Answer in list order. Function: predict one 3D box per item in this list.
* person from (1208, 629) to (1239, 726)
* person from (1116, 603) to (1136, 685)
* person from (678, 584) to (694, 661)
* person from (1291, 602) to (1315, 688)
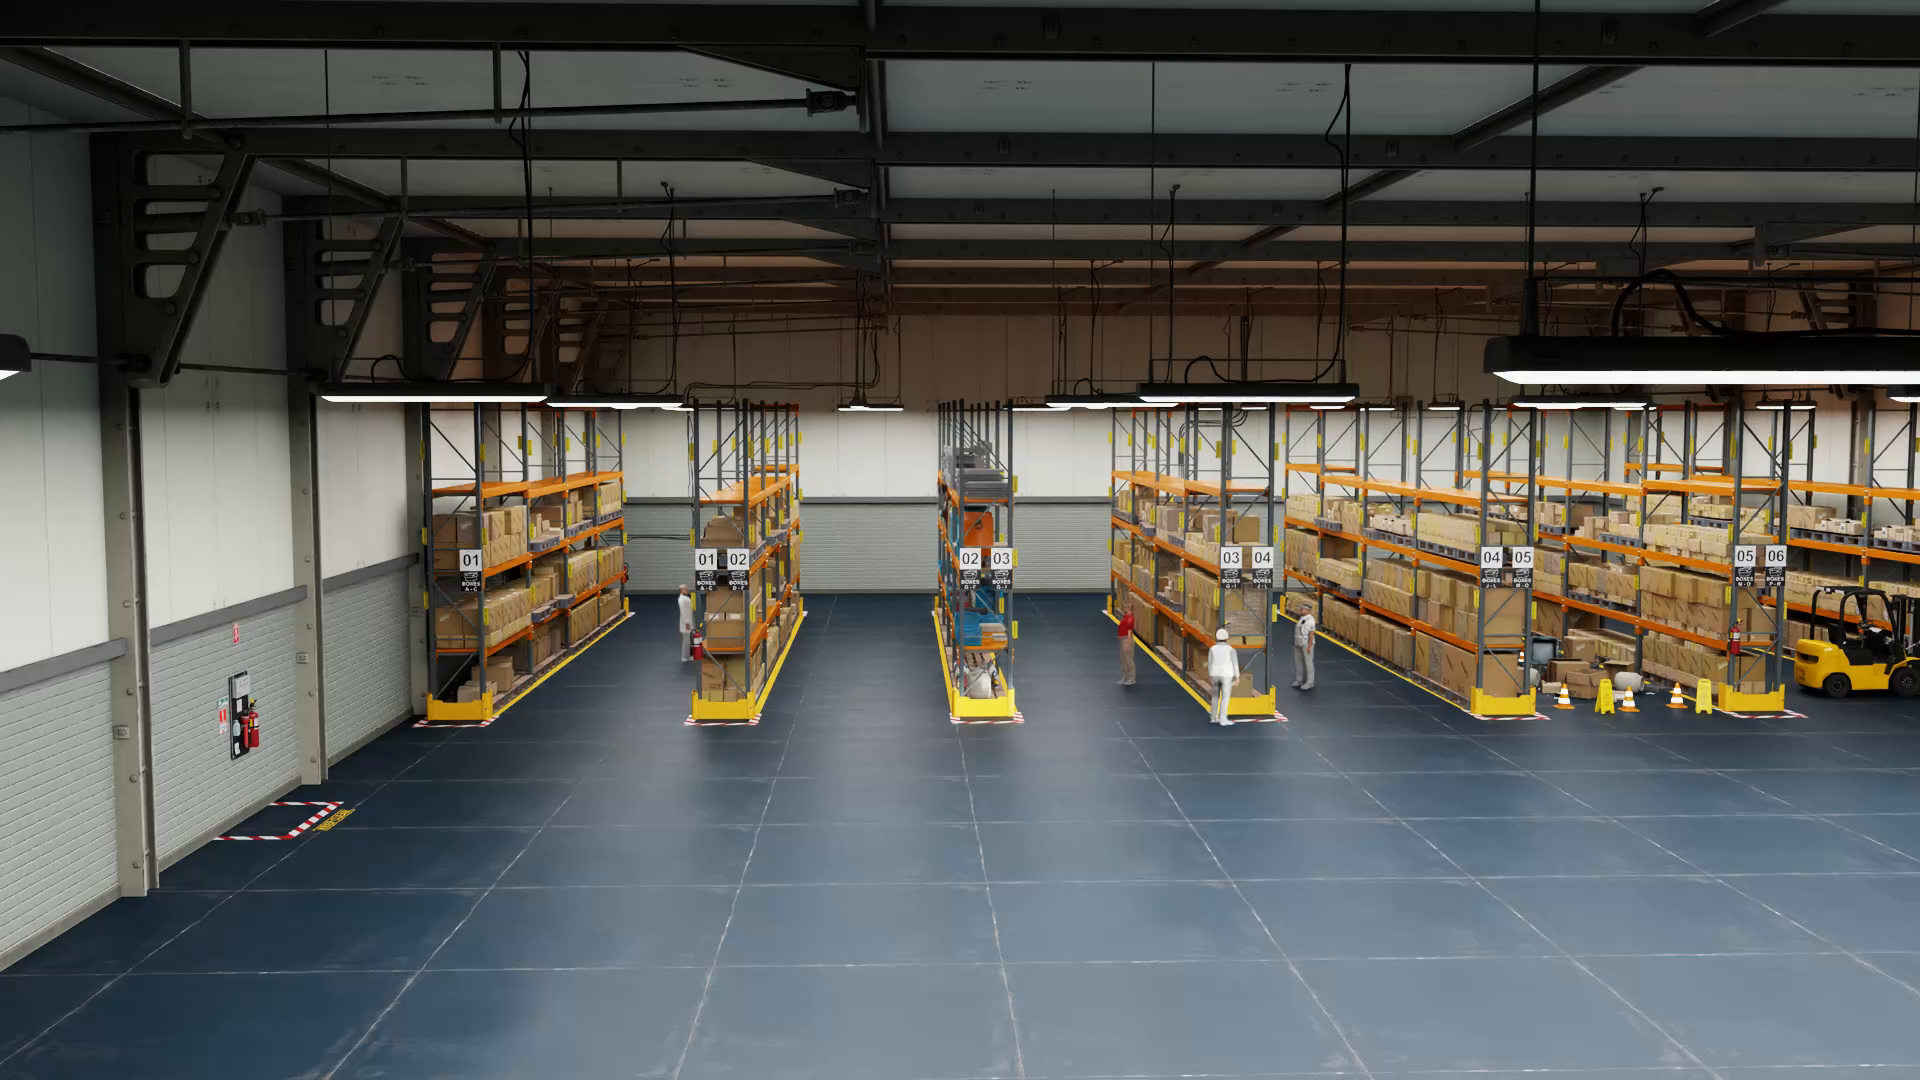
[{"bbox_3d":[4.865,2.531,30.608,0.596,1.810,0.457,4,6,40],"label":"person"},{"bbox_3d":[3.517,2.197,35.171,0.394,1.756,0.578,-1,4,-10],"label":"person"},{"bbox_3d":[-6.276,1.910,38.553,0.490,1.775,0.619,-1,4,-15],"label":"person"},{"bbox_3d":[7.187,2.188,34.790,0.423,1.780,0.575,-3,5,-32],"label":"person"}]
